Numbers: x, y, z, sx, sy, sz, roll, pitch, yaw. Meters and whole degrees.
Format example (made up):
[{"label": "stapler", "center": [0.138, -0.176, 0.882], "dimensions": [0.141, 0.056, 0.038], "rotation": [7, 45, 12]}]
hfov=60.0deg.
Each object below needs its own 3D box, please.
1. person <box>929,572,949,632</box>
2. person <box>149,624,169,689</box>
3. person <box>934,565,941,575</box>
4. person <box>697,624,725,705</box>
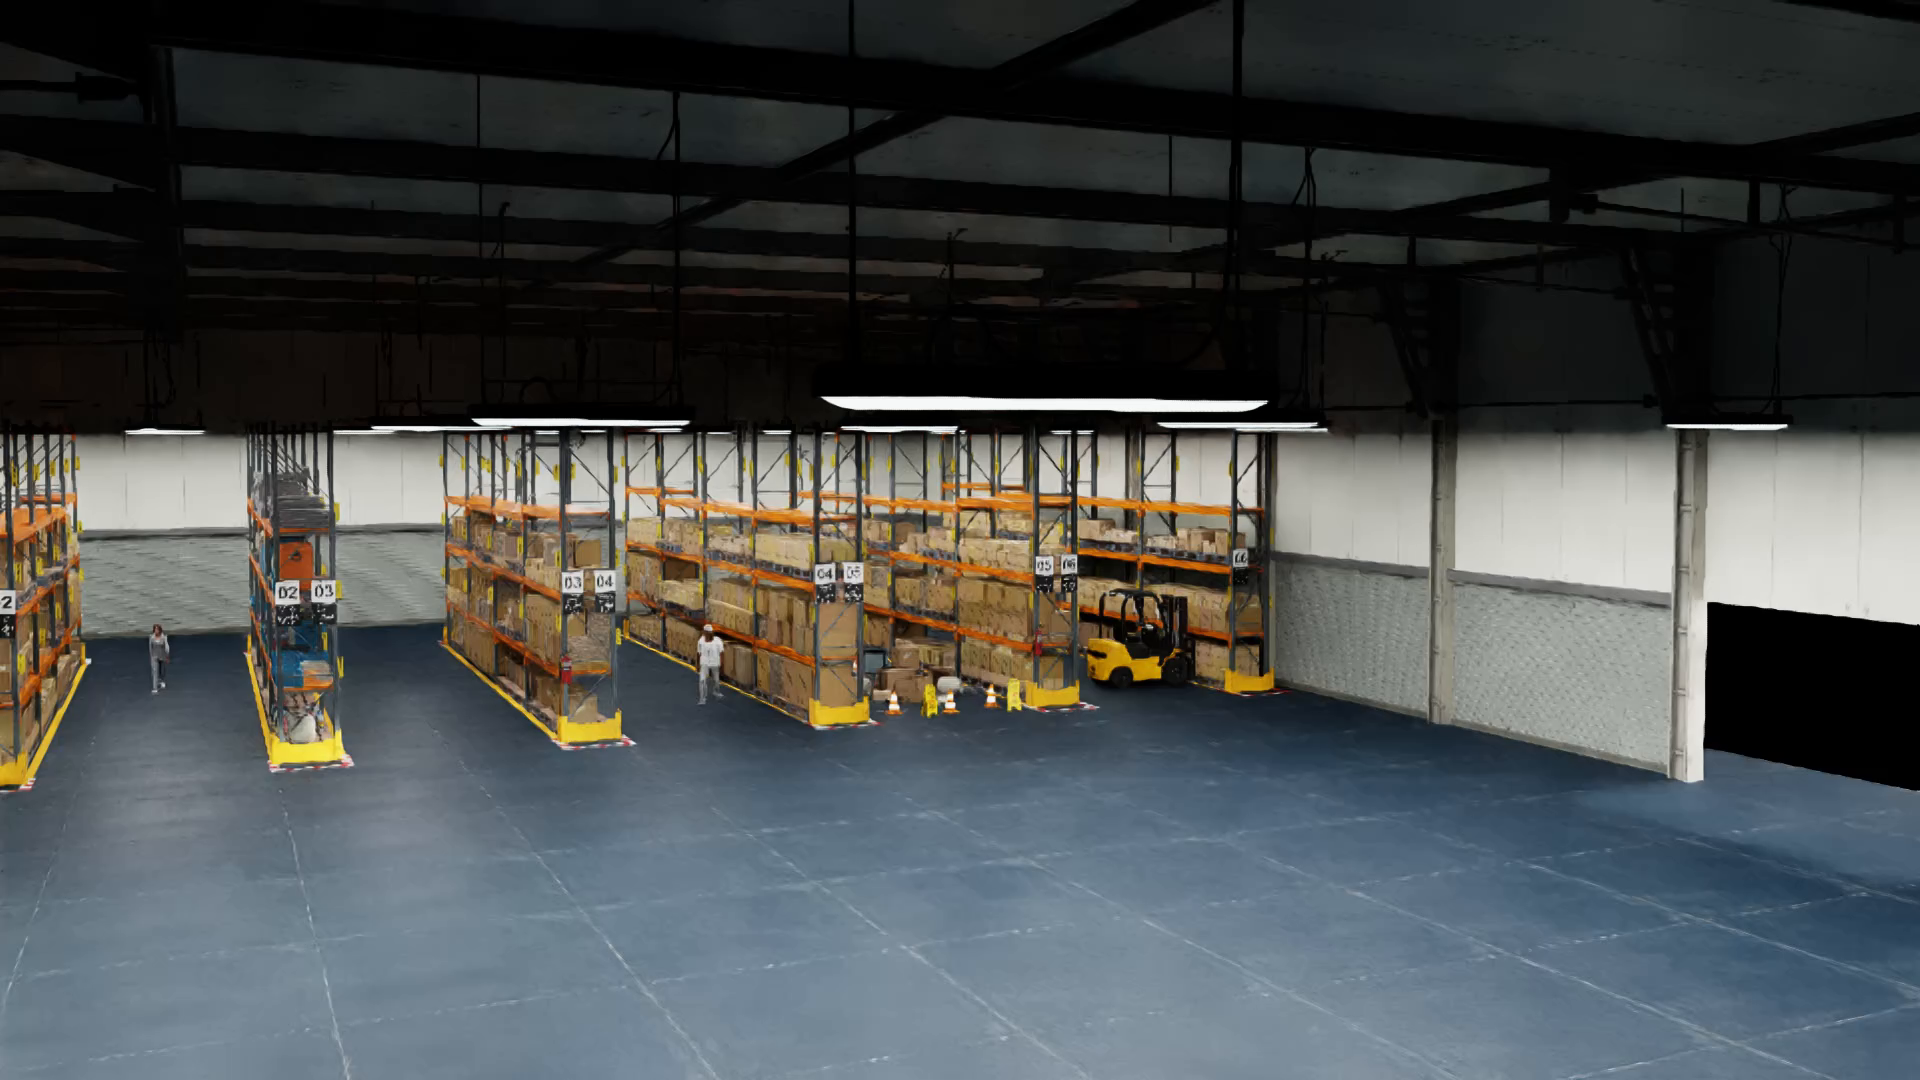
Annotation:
[{"label": "person", "center": [-0.617, 1.806, 48.712], "dimensions": [0.579, 1.713, 0.672], "rotation": [-1, 4, -10]}, {"label": "person", "center": [-17.995, 2.594, 37.368], "dimensions": [0.416, 1.479, 0.883], "rotation": [-2, 4, -26]}, {"label": "person", "center": [-0.564, 1.539, 53.435], "dimensions": [0.494, 1.601, 0.621], "rotation": [3, 5, 39]}, {"label": "person", "center": [-5.345, 2.646, 35.645], "dimensions": [0.582, 1.712, 0.971], "rotation": [0, 4, -4]}]
